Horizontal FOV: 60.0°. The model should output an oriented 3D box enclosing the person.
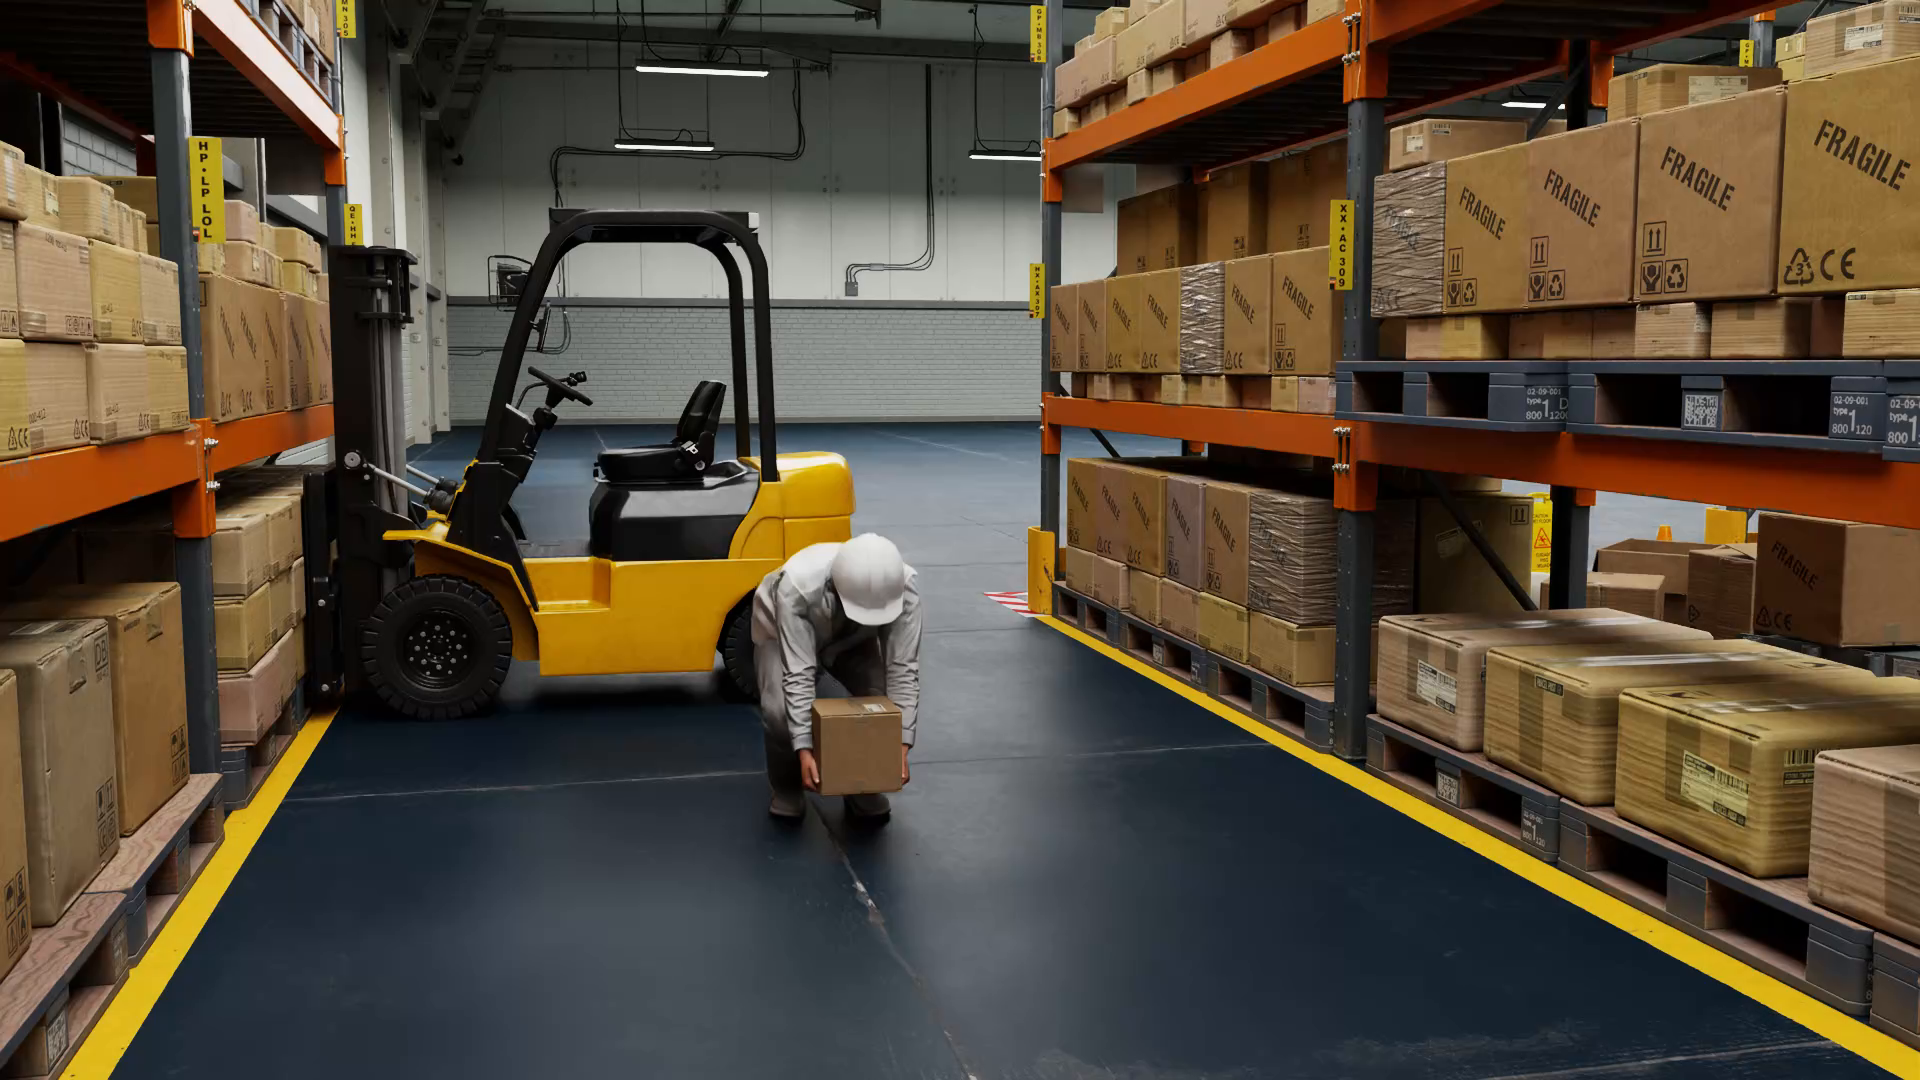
[{"bbox_3d":[-0.403,0.437,5.438,0.506,0.992,0.952,-2,6,-15],"label":"person"}]
